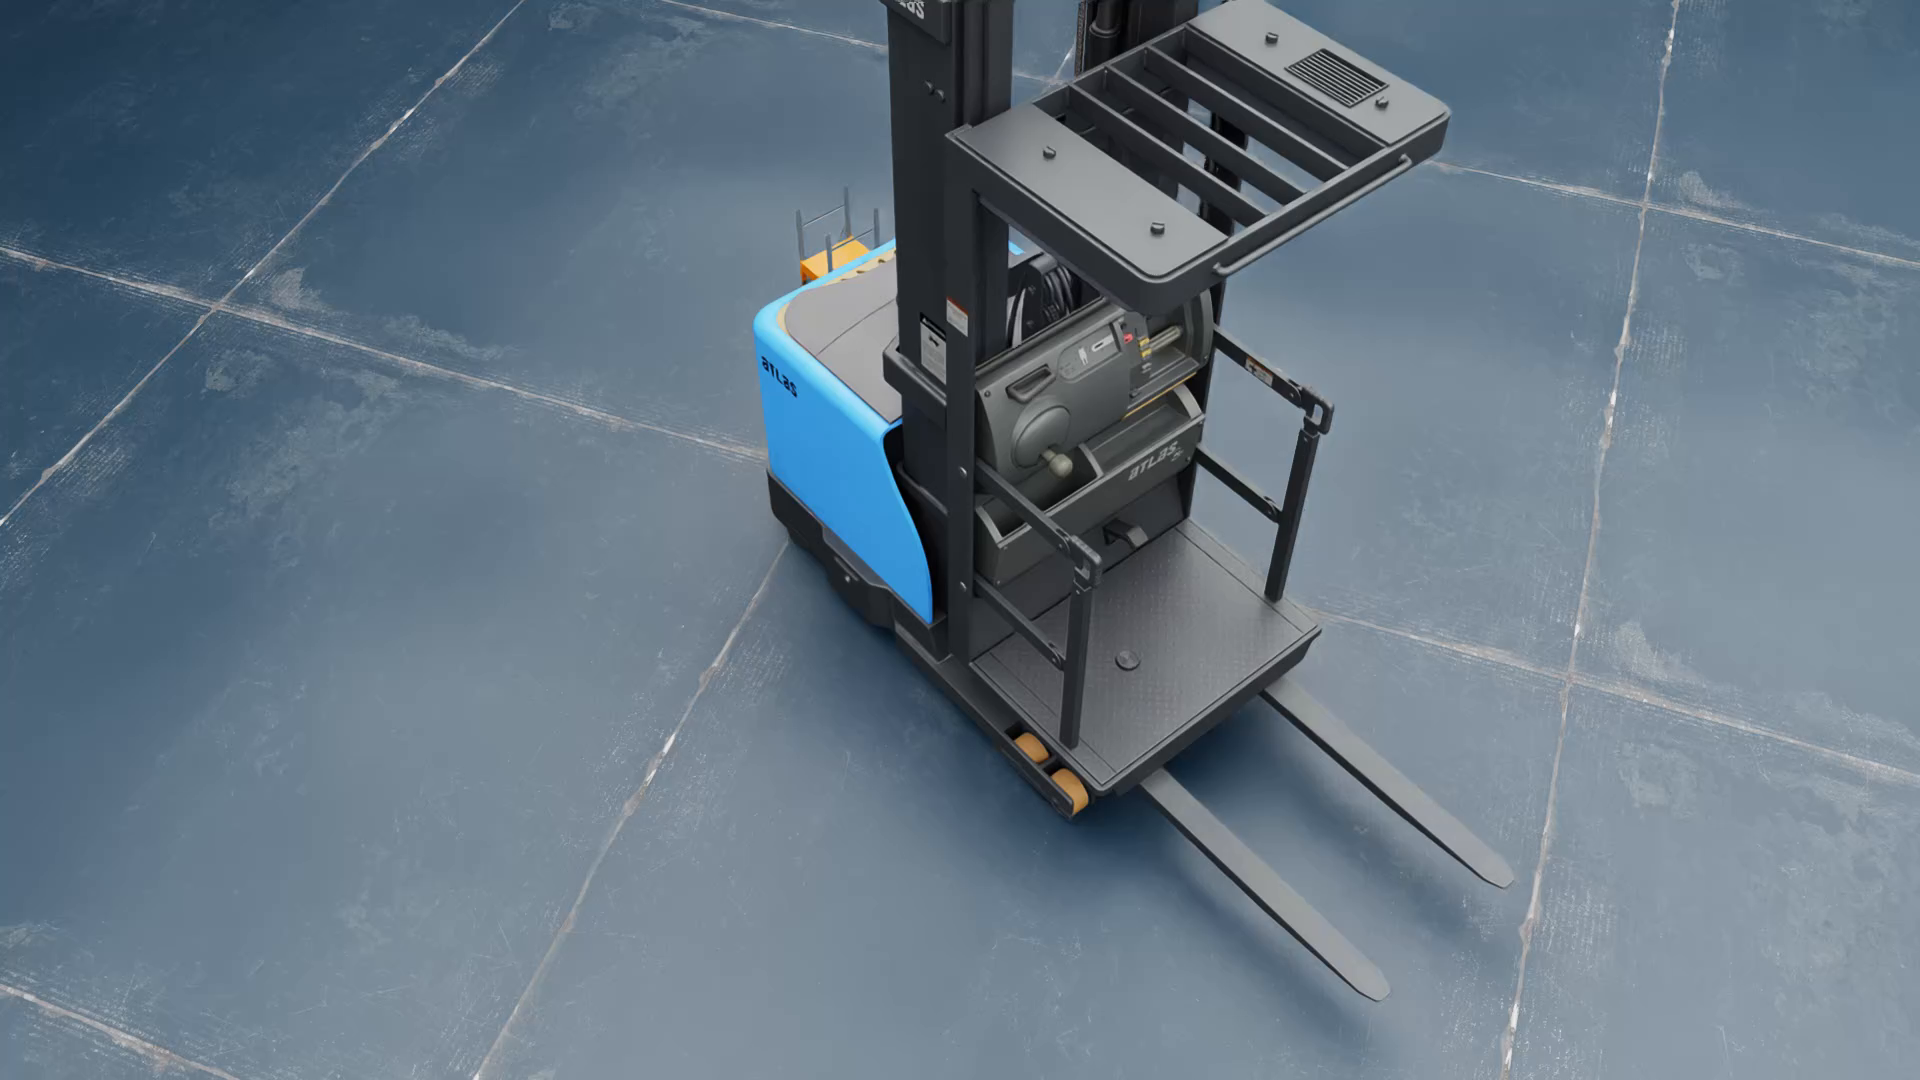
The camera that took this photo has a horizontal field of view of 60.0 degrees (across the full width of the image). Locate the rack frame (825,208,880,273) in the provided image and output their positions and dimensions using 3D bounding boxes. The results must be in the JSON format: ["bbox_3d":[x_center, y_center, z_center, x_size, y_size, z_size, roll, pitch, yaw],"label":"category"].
[{"bbox_3d":[-0.391,-0.762,6.483,0.240,1.200,0.006,-32,56,-25],"label":"rack frame"}]

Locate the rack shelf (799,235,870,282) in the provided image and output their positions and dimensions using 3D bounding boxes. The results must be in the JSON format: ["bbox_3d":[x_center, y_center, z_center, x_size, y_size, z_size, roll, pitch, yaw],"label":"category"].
[{"bbox_3d":[-0.450,-1.022,6.291,0.258,0.103,0.180,-32,56,-25],"label":"rack shelf"}]

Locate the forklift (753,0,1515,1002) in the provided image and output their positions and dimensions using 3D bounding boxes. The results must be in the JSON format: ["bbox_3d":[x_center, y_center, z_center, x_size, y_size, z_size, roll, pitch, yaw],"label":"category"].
[{"bbox_3d":[0.573,-0.438,5.057,1.130,2.935,3.031,-32,56,-25],"label":"forklift"}]

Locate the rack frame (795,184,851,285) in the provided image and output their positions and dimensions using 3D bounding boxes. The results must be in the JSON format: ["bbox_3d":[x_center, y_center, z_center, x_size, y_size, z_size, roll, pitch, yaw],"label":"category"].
[{"bbox_3d":[-0.508,-0.869,6.576,0.240,1.200,0.006,-32,56,-25],"label":"rack frame"}]

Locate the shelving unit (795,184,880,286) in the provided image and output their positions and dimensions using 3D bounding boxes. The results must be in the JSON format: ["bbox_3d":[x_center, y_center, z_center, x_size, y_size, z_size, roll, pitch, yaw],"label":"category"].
[{"bbox_3d":[-0.450,-0.816,6.529,0.258,1.200,0.189,-32,56,-25],"label":"shelving unit"}]
